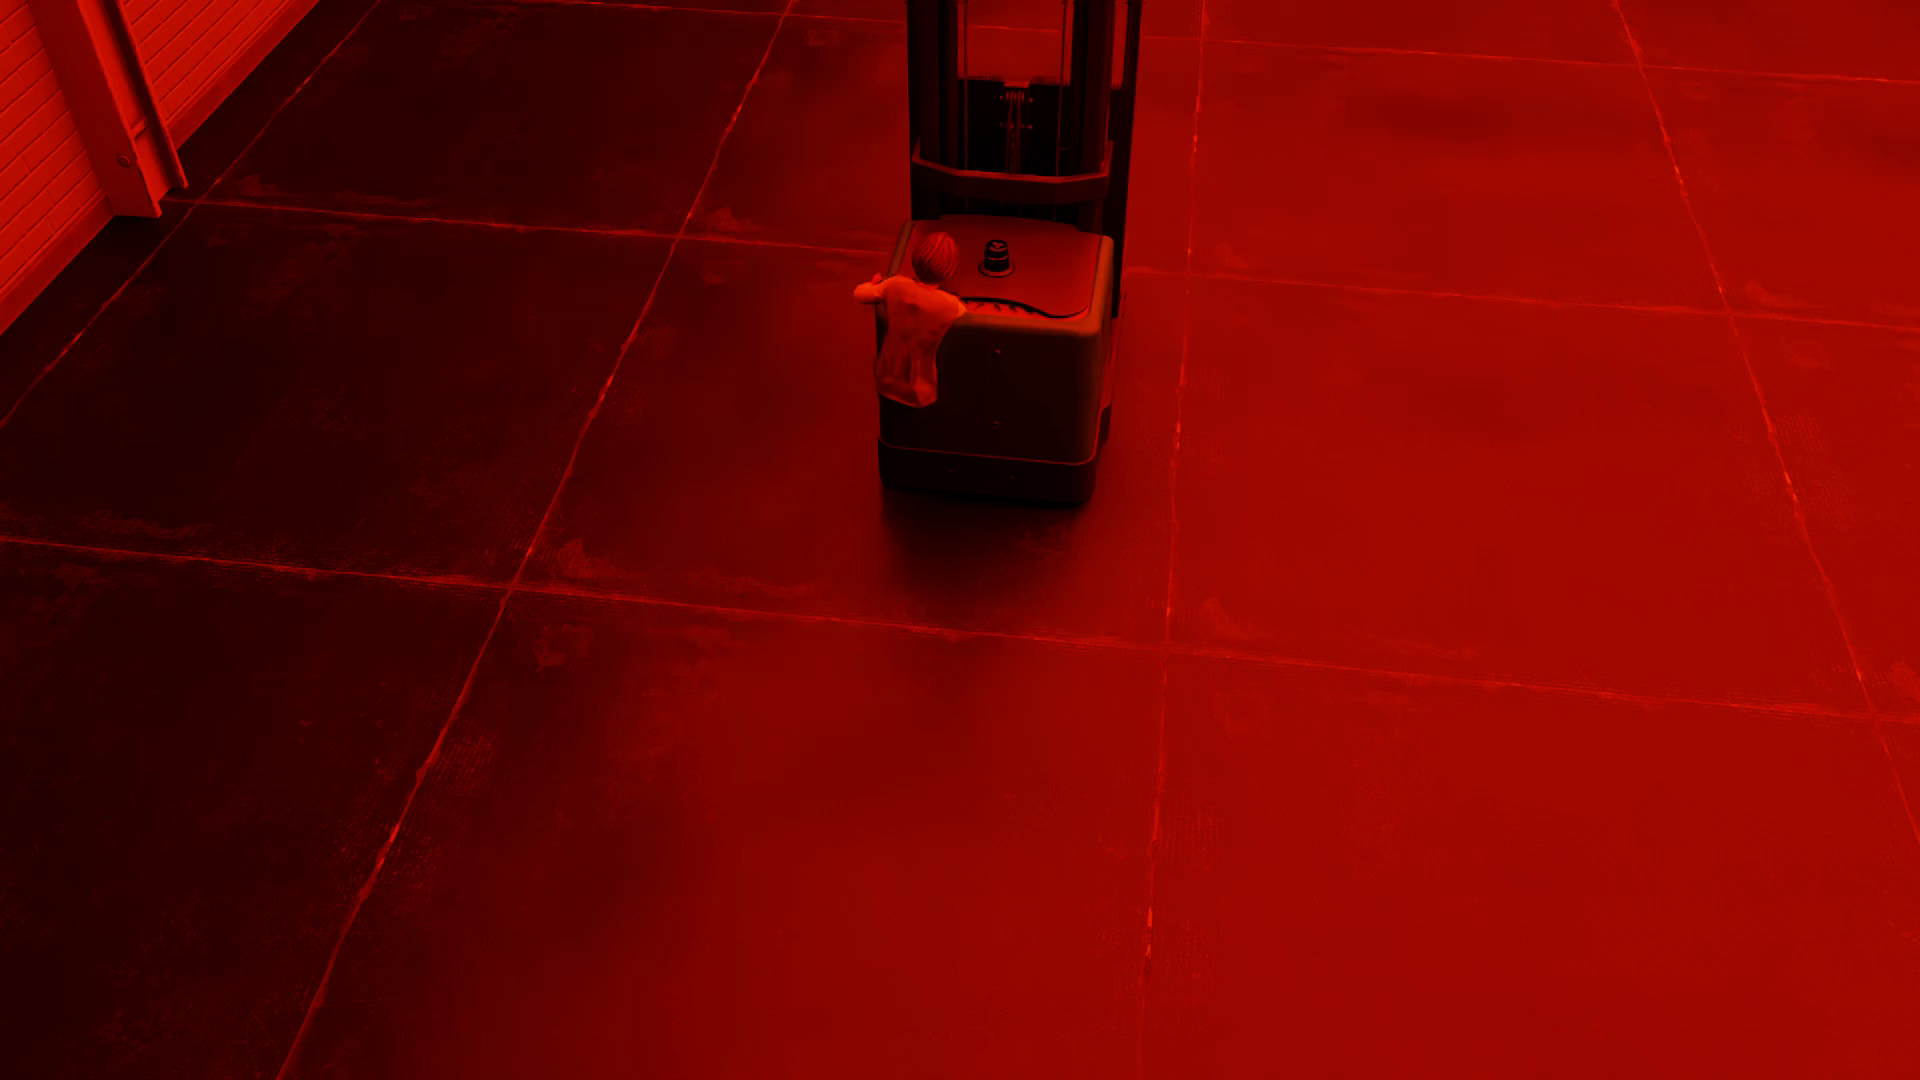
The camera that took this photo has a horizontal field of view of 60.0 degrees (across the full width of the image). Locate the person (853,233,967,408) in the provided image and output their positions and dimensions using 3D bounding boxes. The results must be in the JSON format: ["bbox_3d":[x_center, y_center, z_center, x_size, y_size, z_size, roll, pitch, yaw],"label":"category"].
[{"bbox_3d":[-0.107,-0.909,7.829,0.822,1.365,0.688,17,45,18],"label":"person"}]

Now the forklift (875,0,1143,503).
[{"bbox_3d":[0.333,-2.259,8.183,1.130,2.935,3.031,6,43,6],"label":"forklift"}]
